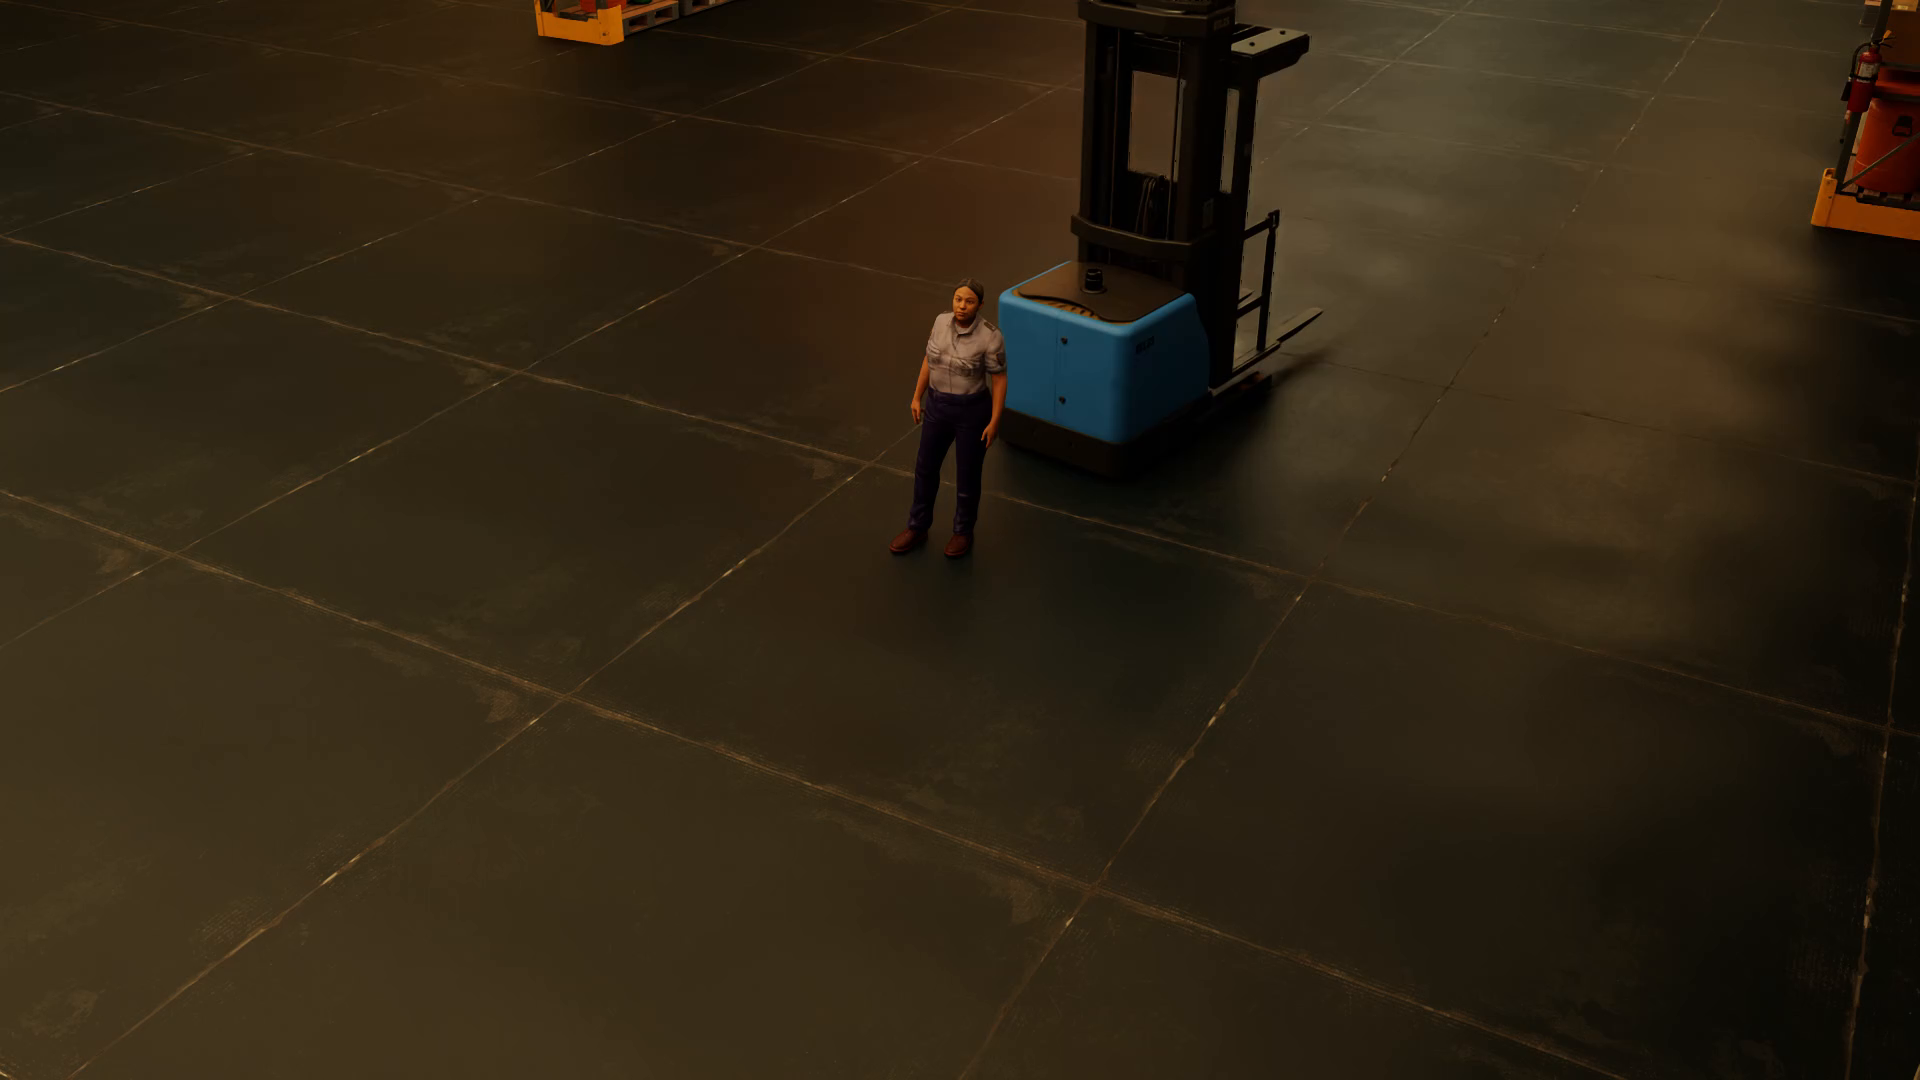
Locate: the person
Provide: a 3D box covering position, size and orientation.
[{"bbox_3d":[-0.064,-0.686,9.529,0.598,1.651,0.502,15,33,25],"label":"person"}]

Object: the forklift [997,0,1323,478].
[{"bbox_3d":[1.543,-2.335,11.116,1.130,2.935,3.031,22,36,33],"label":"forklift"}]
